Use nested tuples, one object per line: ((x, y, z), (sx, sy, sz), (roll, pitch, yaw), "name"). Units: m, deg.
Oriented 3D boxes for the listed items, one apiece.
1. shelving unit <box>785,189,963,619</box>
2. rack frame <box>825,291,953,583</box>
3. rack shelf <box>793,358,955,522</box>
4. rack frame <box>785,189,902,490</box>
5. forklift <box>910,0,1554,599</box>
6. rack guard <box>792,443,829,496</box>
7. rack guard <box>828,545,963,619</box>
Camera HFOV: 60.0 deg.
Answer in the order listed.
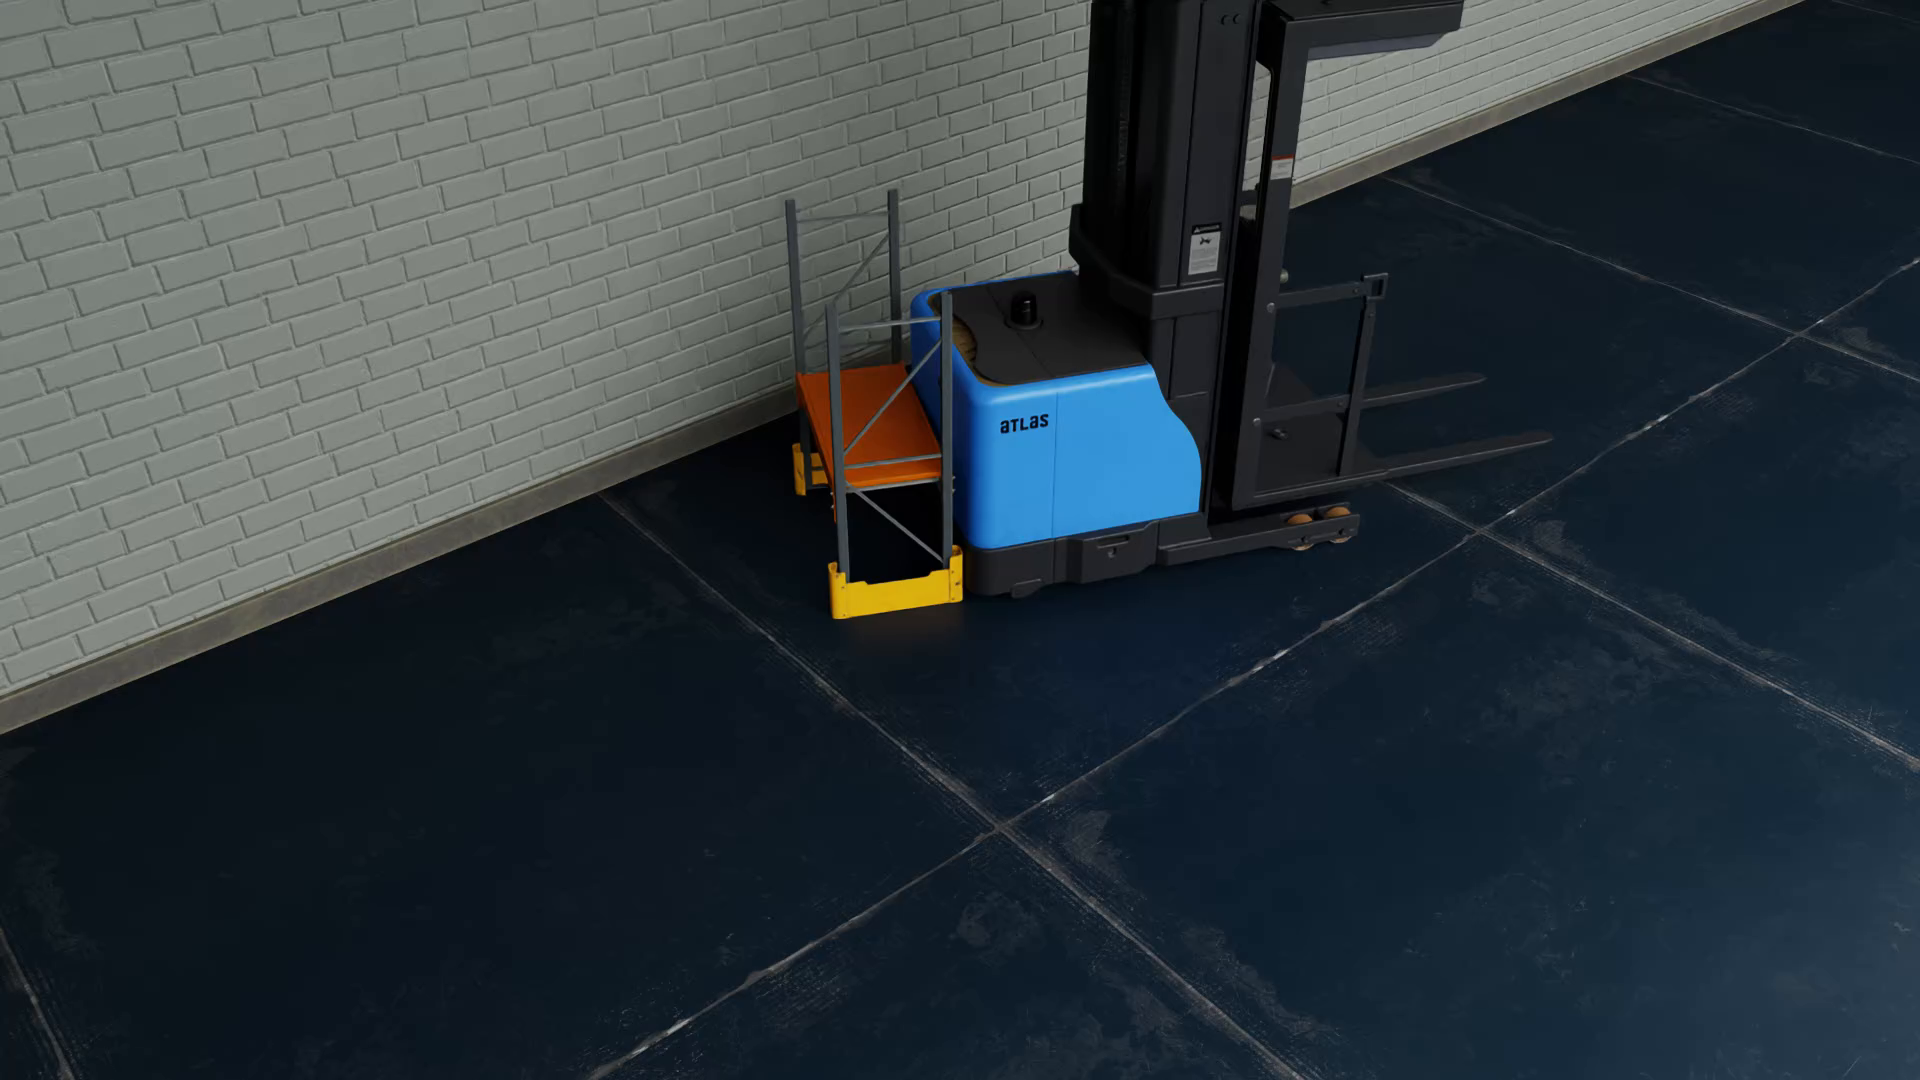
((-0.395, -0.605, 7.307), (0.587, 1.500, 1.083), (-8, 36, -11), "shelving unit")
((-0.278, -0.325, 6.911), (0.500, 1.500, 0.032), (-8, 36, -11), "rack frame")
((-0.398, -0.464, 7.418), (0.538, 0.185, 1.000), (-8, 36, -11), "rack shelf")
((-0.518, -0.896, 7.717), (0.500, 1.500, 0.032), (-8, 36, -11), "rack frame")
((1.338, -1.429, 7.231), (3.031, 2.935, 1.130), (-10, 37, -14), "forklift")
((-0.513, -0.375, 8.063), (0.587, 0.250, 0.087), (-8, 36, -11), "rack guard")
((-0.278, 0.185, 7.273), (0.587, 0.250, 0.087), (-8, 36, -11), "rack guard")
